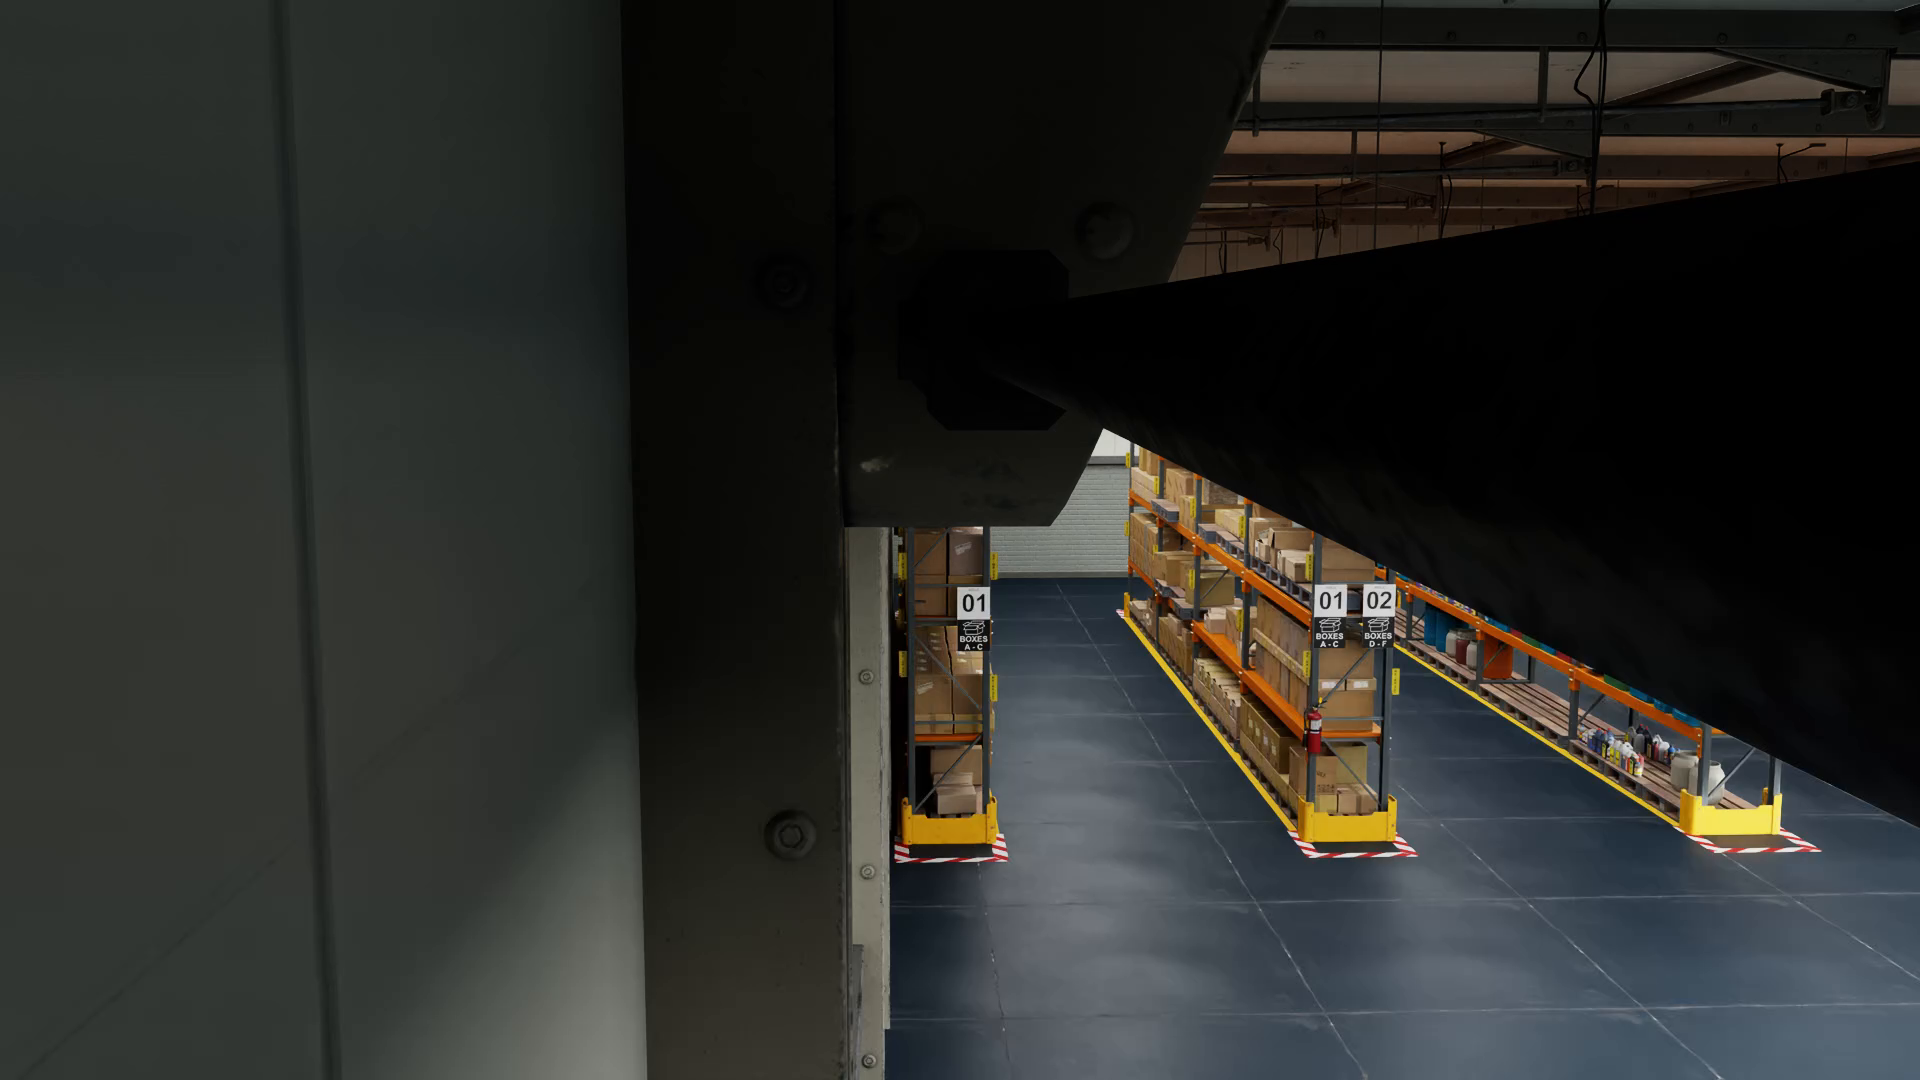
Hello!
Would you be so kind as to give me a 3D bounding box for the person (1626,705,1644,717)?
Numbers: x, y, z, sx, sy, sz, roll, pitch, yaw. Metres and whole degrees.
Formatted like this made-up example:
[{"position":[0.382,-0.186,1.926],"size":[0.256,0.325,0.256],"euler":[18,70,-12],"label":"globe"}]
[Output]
[{"position":[11.092,2.011,27.251],"size":[0.469,1.675,1.034],"euler":[-1,7,-4],"label":"person"}]
